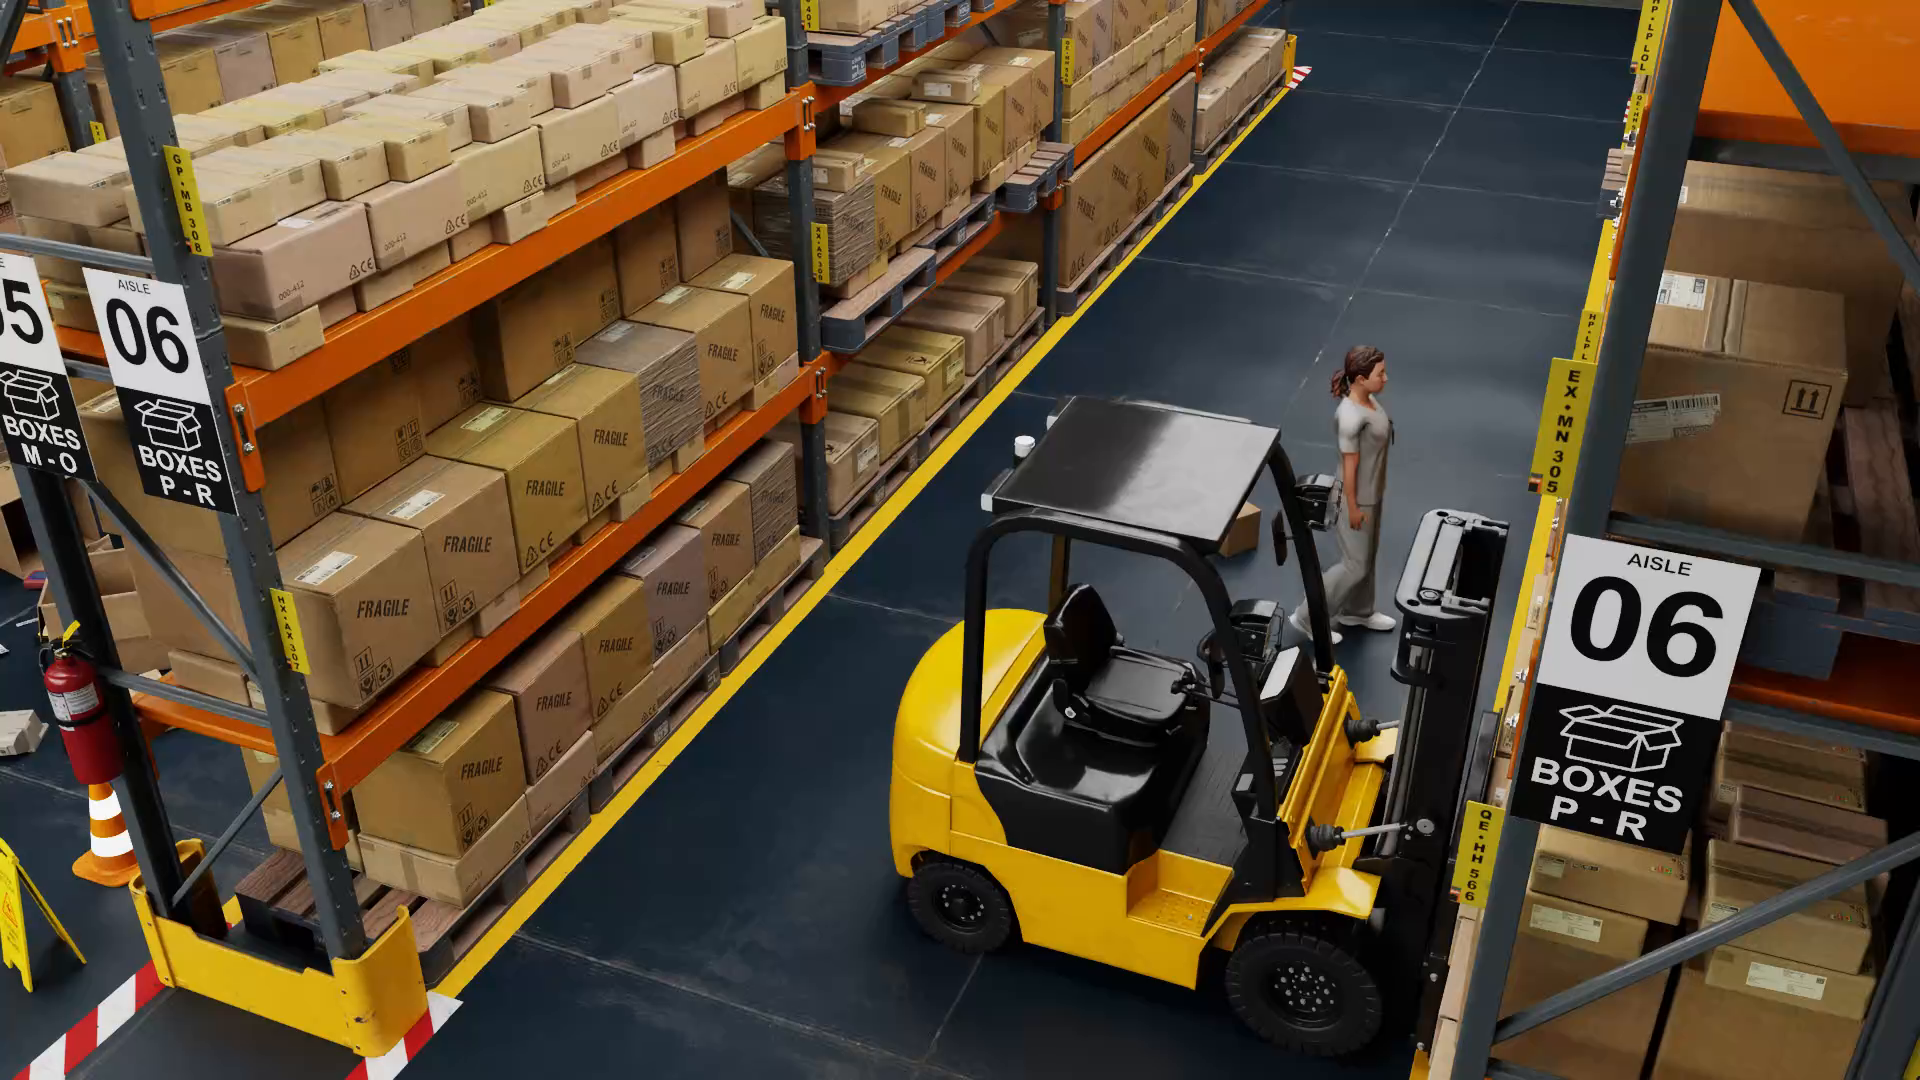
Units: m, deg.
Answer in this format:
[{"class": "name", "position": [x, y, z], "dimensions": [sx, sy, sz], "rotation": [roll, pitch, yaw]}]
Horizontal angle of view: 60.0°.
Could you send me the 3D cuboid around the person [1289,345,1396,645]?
[{"class": "person", "position": [2.119, -0.232, 8.792], "dimensions": [0.536, 1.670, 0.484], "rotation": [12, 32, 20]}]
